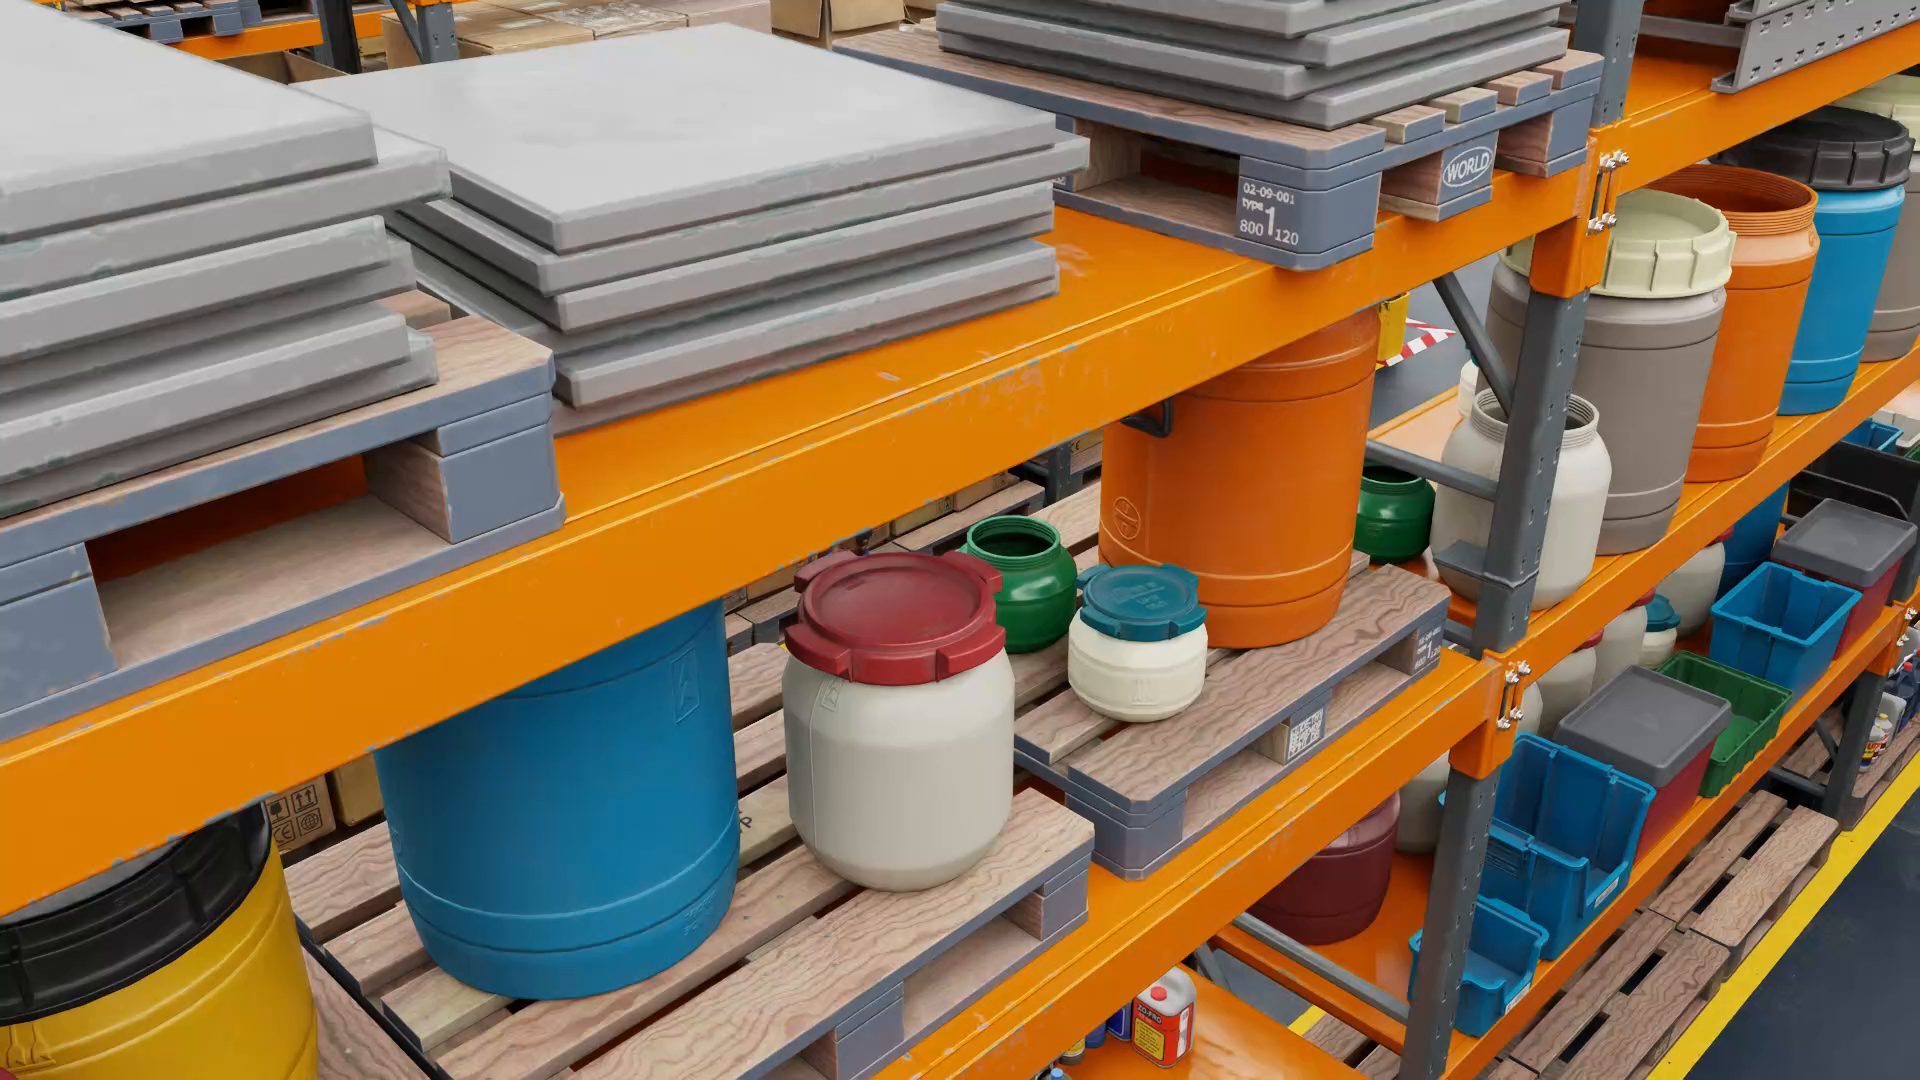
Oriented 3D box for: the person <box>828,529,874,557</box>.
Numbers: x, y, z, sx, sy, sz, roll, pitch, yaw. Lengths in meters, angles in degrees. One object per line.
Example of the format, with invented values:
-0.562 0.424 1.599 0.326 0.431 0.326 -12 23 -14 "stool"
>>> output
-0.496 0.571 7.760 0.292 1.580 0.437 -24 36 -38 "person"
